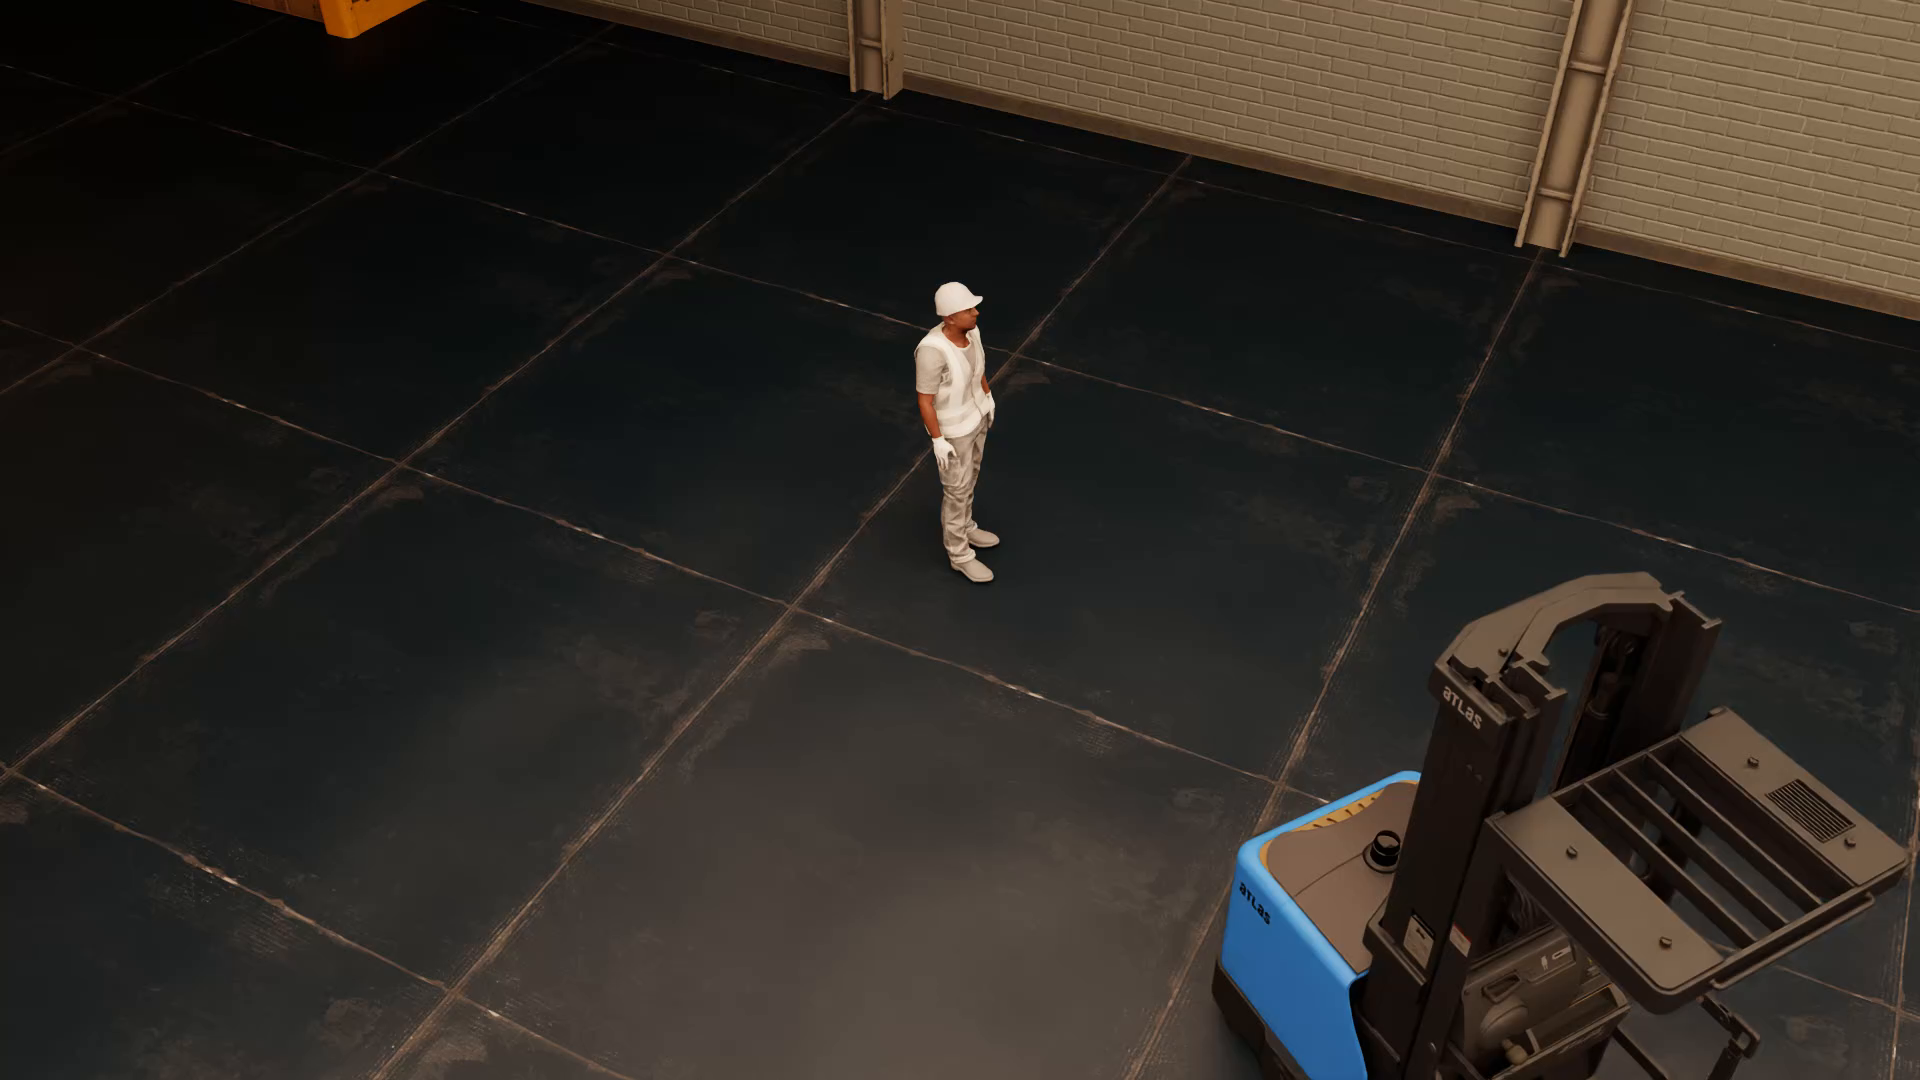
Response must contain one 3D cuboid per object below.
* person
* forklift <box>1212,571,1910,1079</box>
[{"bbox_3d":[0.059,-0.661,9.651,0.577,1.782,0.656,18,43,21],"label":"person"},{"bbox_3d":[2.304,1.688,5.982,1.130,2.935,3.031,-19,44,-21],"label":"forklift"}]
